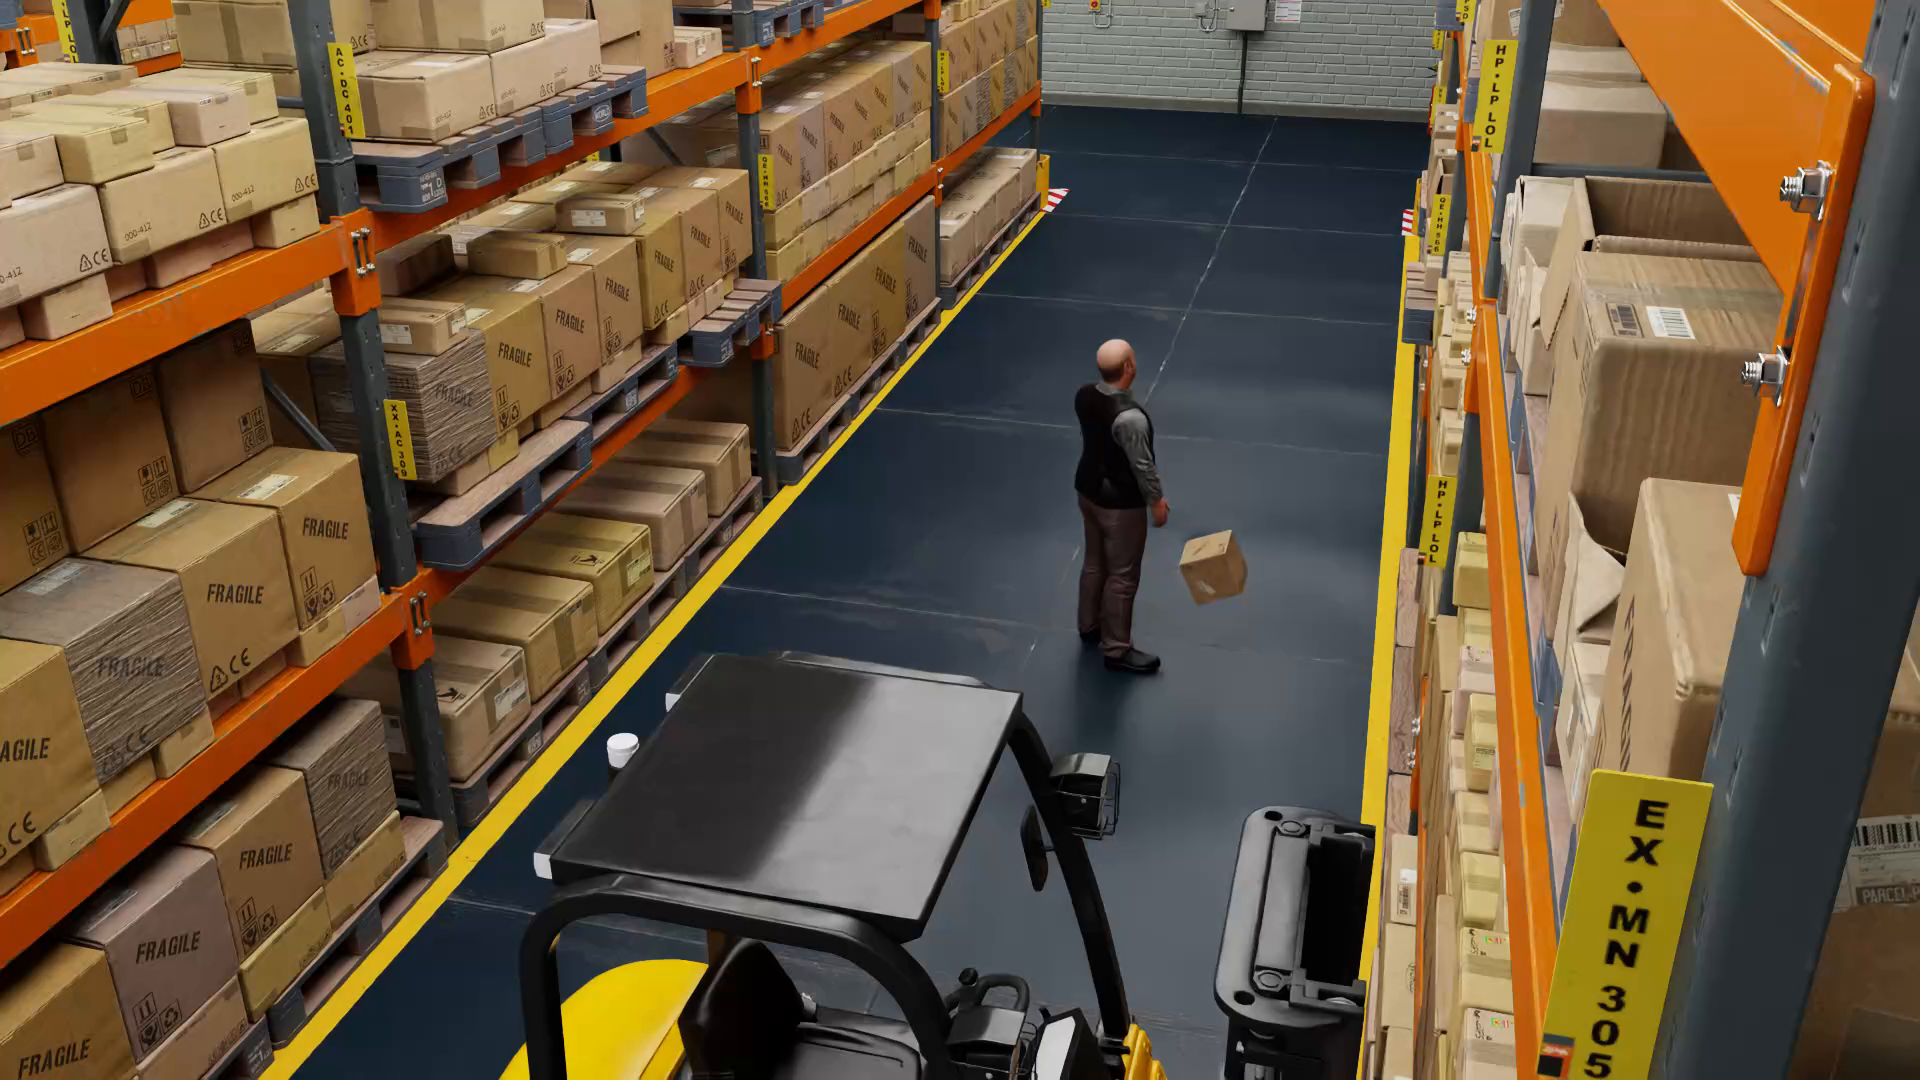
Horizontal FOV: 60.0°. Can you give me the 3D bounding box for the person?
[{"bbox_3d":[0.816,-0.200,8.513,0.401,1.733,0.592,-12,28,-24],"label":"person"}]
